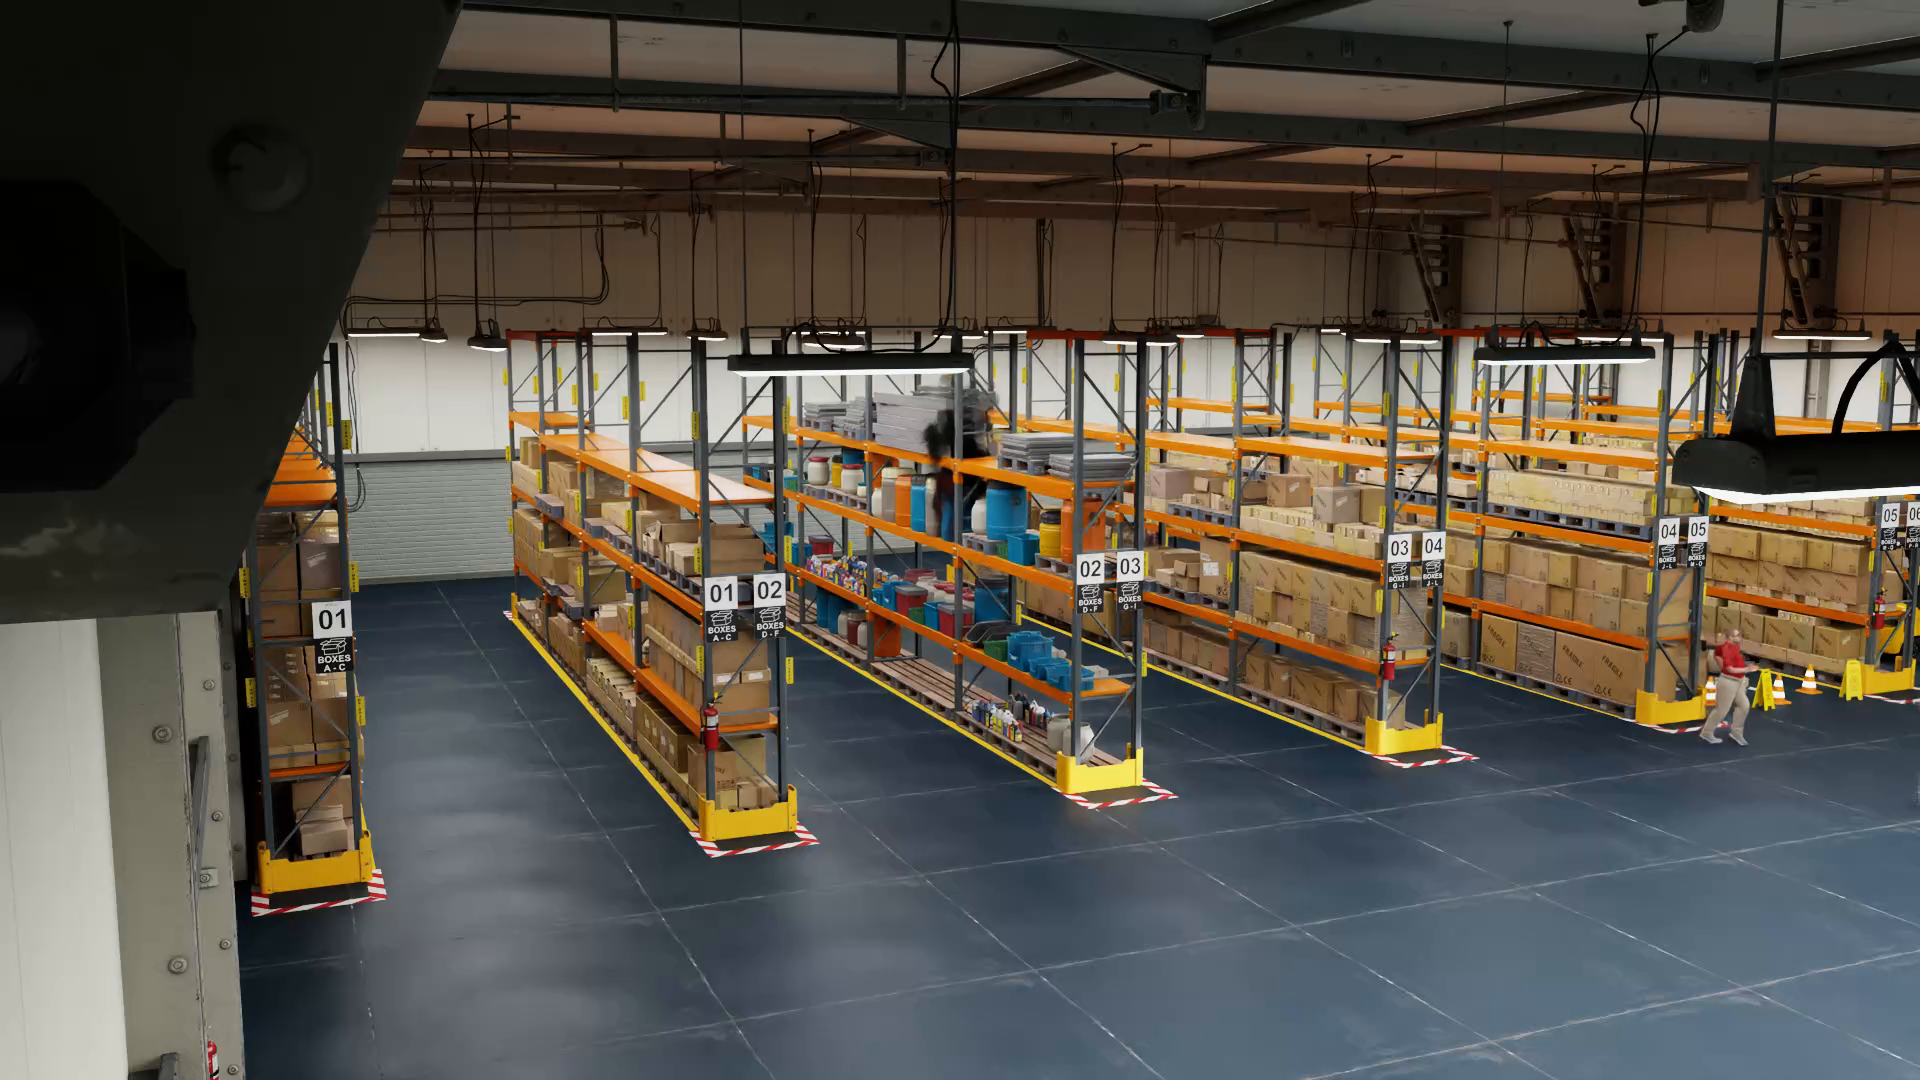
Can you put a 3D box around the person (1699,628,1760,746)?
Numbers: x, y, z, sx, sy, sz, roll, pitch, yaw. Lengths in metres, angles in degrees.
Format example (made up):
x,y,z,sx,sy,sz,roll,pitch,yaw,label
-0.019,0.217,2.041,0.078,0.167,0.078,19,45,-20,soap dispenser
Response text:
x,y,z,sx,sy,sz,roll,pitch,yaw,label
11.300,2.176,24.389,0.743,1.794,0.677,5,9,30,person

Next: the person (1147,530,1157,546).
x,y,z,sx,sy,sz,roll,pitch,yaw,label
4.768,-0.179,41.948,0.798,1.640,0.721,0,8,2,person
